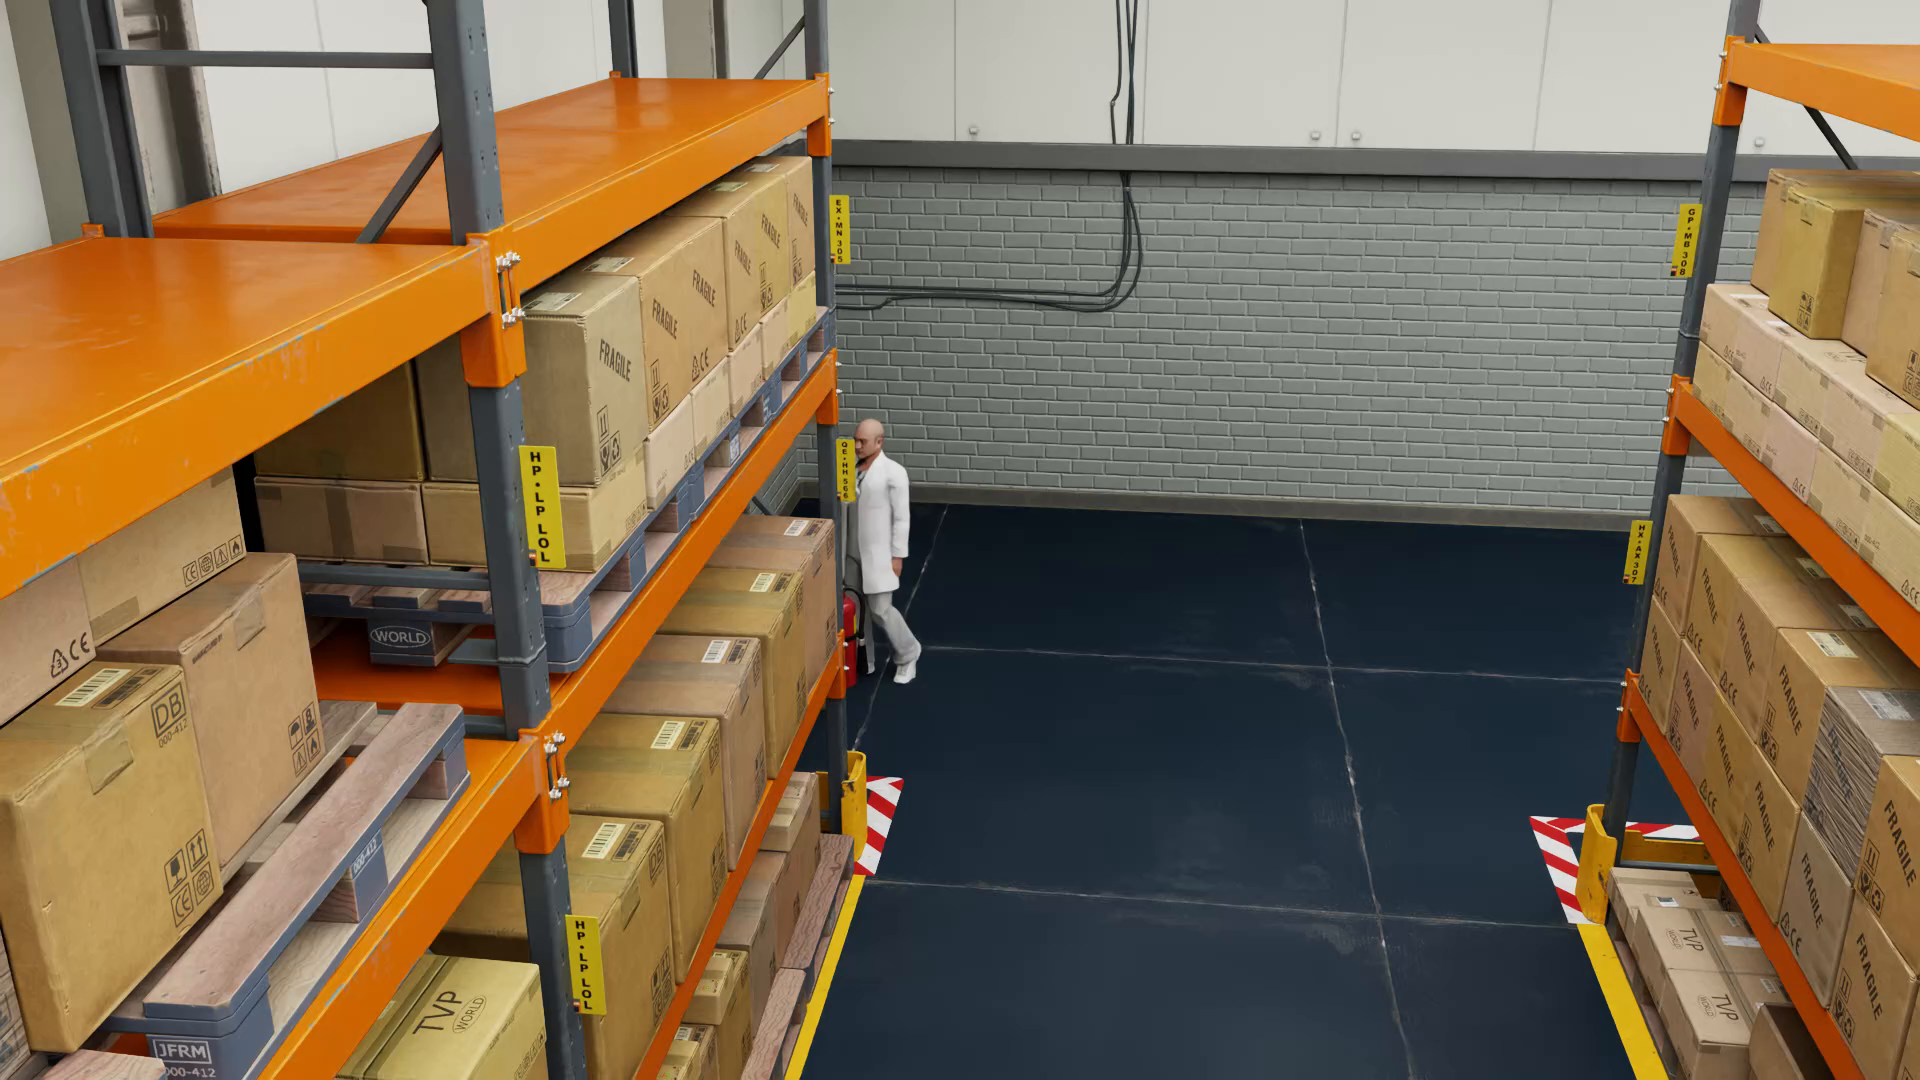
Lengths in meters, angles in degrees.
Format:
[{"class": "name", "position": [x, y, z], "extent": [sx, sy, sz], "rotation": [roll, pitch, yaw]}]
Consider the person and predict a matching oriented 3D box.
[{"class": "person", "position": [-0.613, 0.090, 10.911], "extent": [0.618, 1.825, 0.612], "rotation": [17, 26, 37]}]
